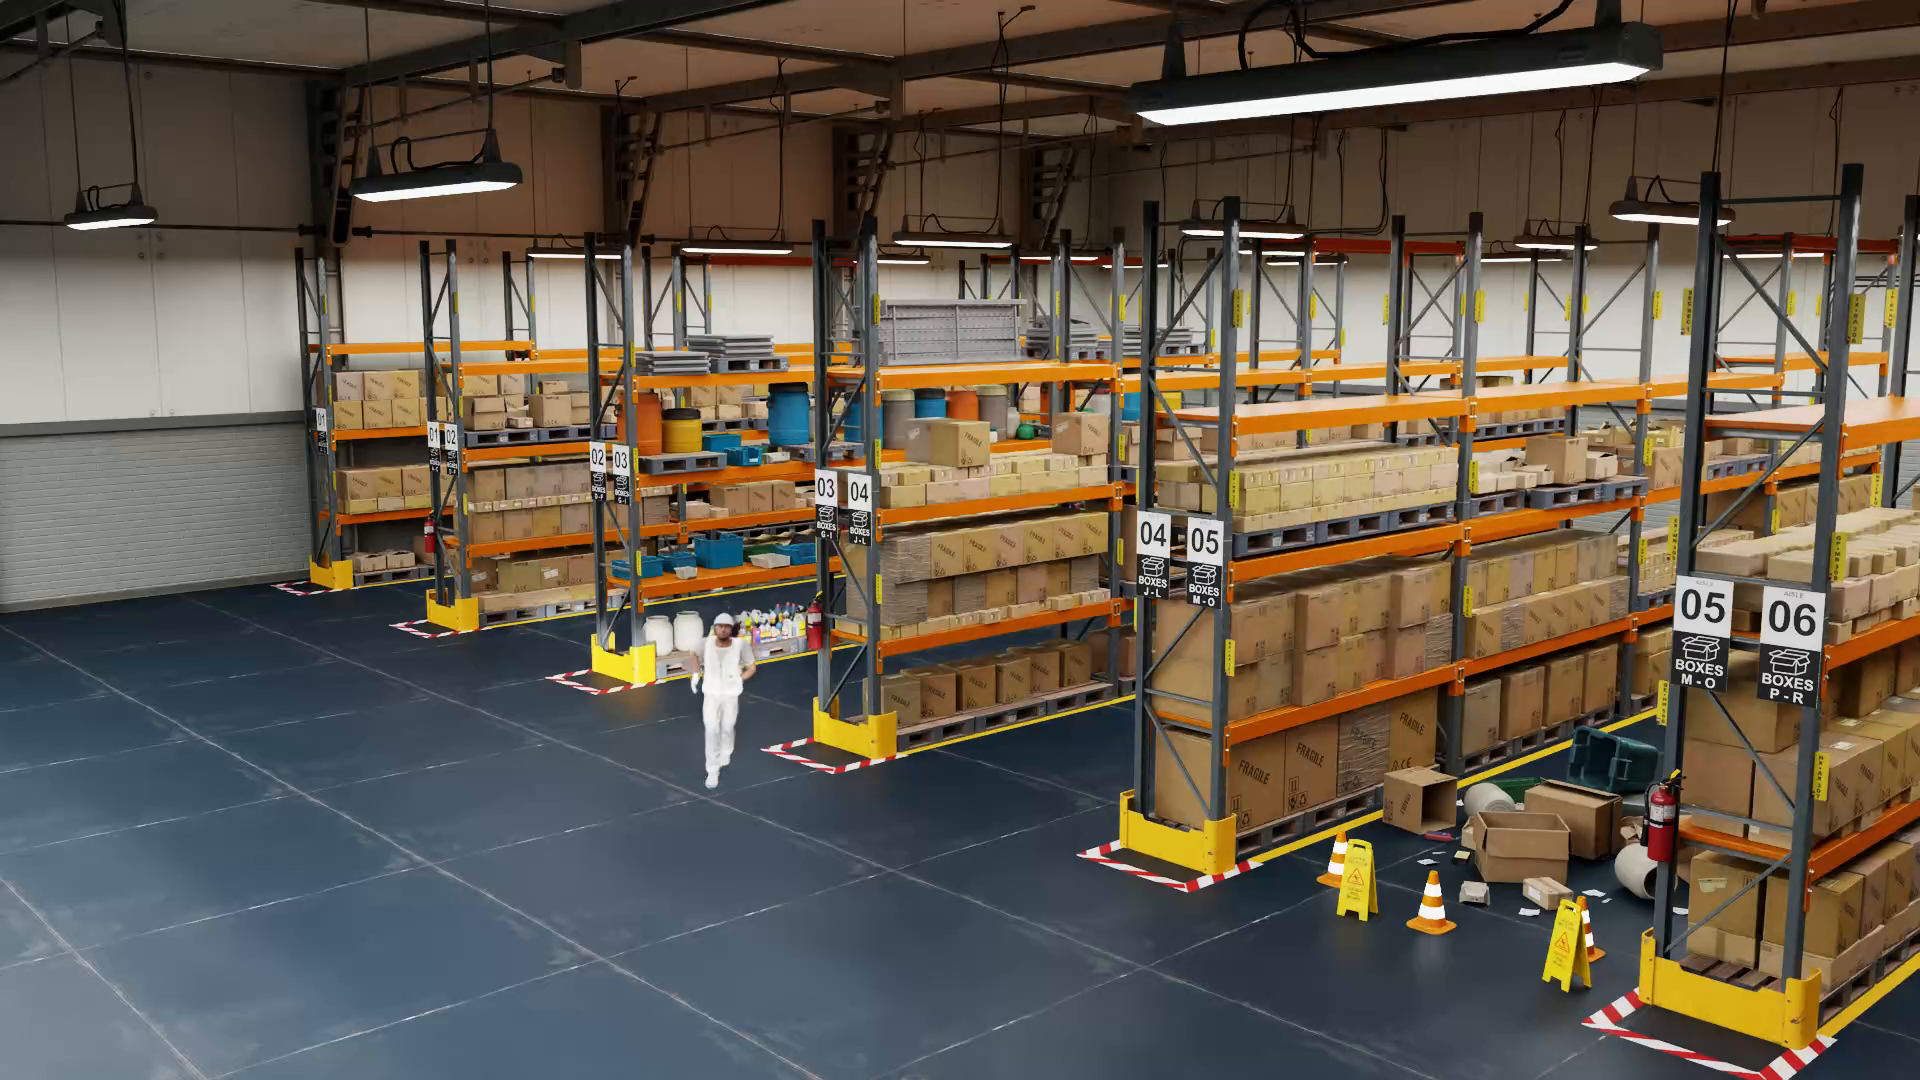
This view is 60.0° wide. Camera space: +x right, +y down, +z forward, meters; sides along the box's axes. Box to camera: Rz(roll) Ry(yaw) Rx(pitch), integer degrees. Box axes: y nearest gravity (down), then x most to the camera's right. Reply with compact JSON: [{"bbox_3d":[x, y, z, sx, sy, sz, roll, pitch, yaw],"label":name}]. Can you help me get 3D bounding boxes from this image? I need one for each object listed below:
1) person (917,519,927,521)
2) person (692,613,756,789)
[{"bbox_3d":[-0.858,0.039,29.047,0.635,1.815,0.841,7,11,38],"label":"person"},{"bbox_3d":[-2.538,1.671,17.895,0.693,1.812,0.915,-1,8,-6],"label":"person"}]
